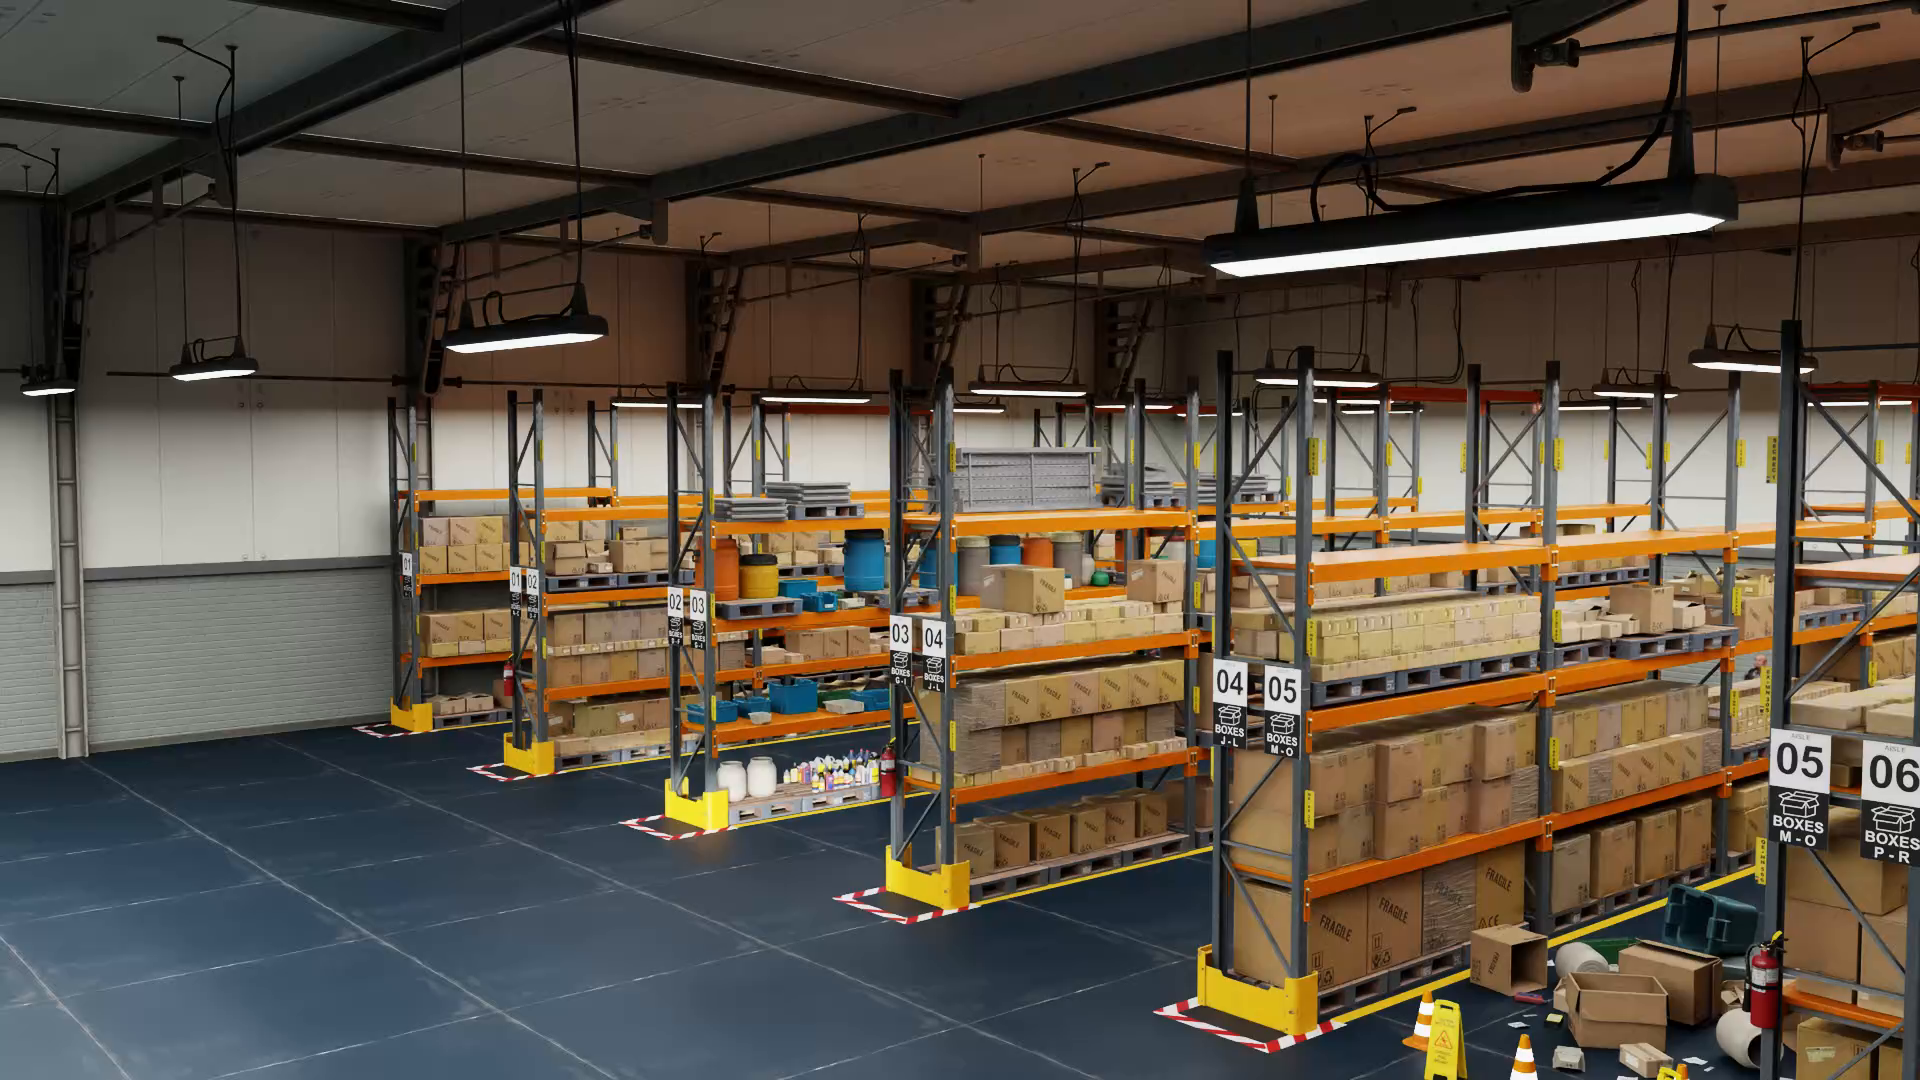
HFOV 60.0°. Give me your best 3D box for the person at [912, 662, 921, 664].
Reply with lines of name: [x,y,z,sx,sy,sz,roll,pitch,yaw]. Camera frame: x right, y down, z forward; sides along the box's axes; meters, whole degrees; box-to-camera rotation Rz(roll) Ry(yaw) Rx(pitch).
person: [-0.967,2.214,35.268,0.777,1.766,0.643,-3,4,-41]

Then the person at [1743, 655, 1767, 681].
person: [12.950,2.732,27.017,0.609,1.748,0.721,3,5,43]
